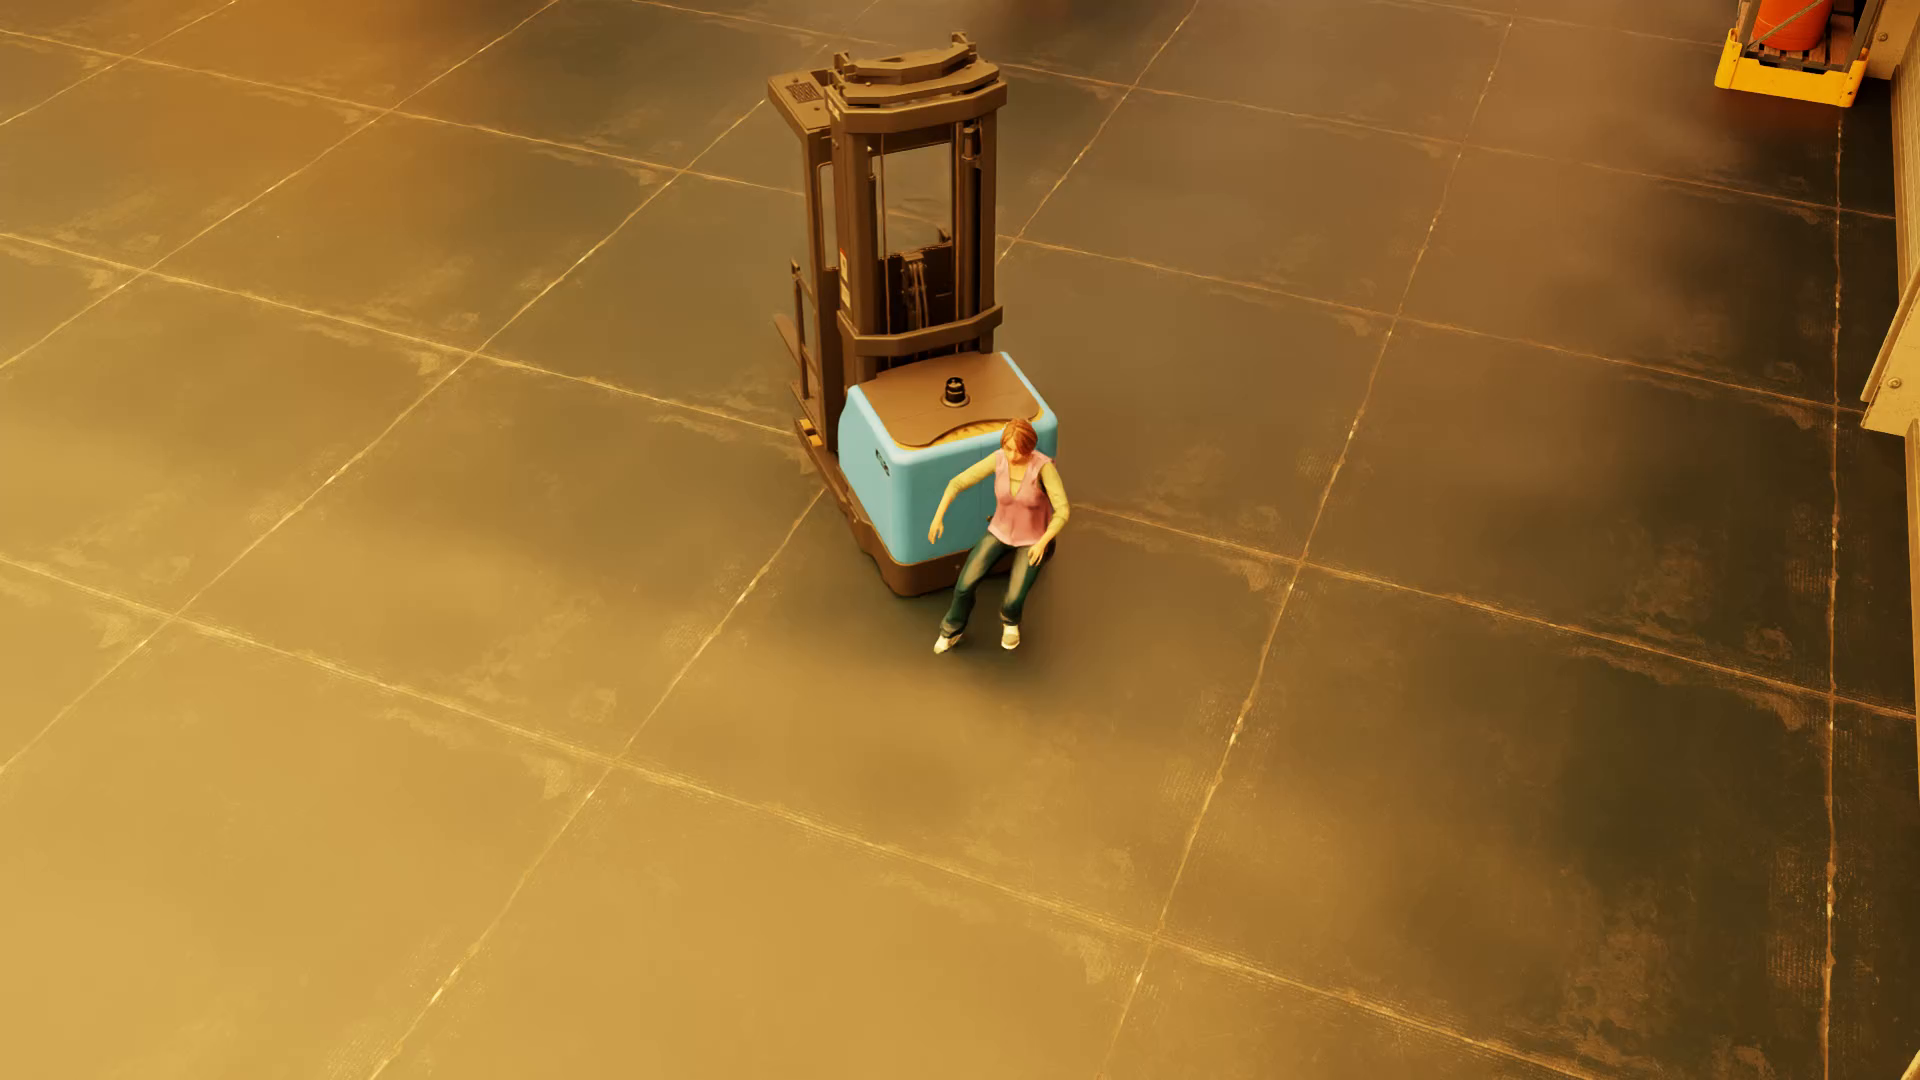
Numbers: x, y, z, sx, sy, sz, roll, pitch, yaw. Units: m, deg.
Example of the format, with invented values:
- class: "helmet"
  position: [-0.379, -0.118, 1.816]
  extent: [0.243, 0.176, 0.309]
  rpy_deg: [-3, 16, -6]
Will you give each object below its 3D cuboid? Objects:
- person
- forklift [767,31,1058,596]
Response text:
- class: "person"
  position: [0.231, 0.031, 9.194]
  extent: [0.730, 1.476, 0.597]
  rpy_deg: [12, 41, 14]
- class: "forklift"
  position: [-0.450, -1.744, 10.090]
  extent: [1.130, 2.935, 3.031]
  rpy_deg: [-15, 42, -17]
